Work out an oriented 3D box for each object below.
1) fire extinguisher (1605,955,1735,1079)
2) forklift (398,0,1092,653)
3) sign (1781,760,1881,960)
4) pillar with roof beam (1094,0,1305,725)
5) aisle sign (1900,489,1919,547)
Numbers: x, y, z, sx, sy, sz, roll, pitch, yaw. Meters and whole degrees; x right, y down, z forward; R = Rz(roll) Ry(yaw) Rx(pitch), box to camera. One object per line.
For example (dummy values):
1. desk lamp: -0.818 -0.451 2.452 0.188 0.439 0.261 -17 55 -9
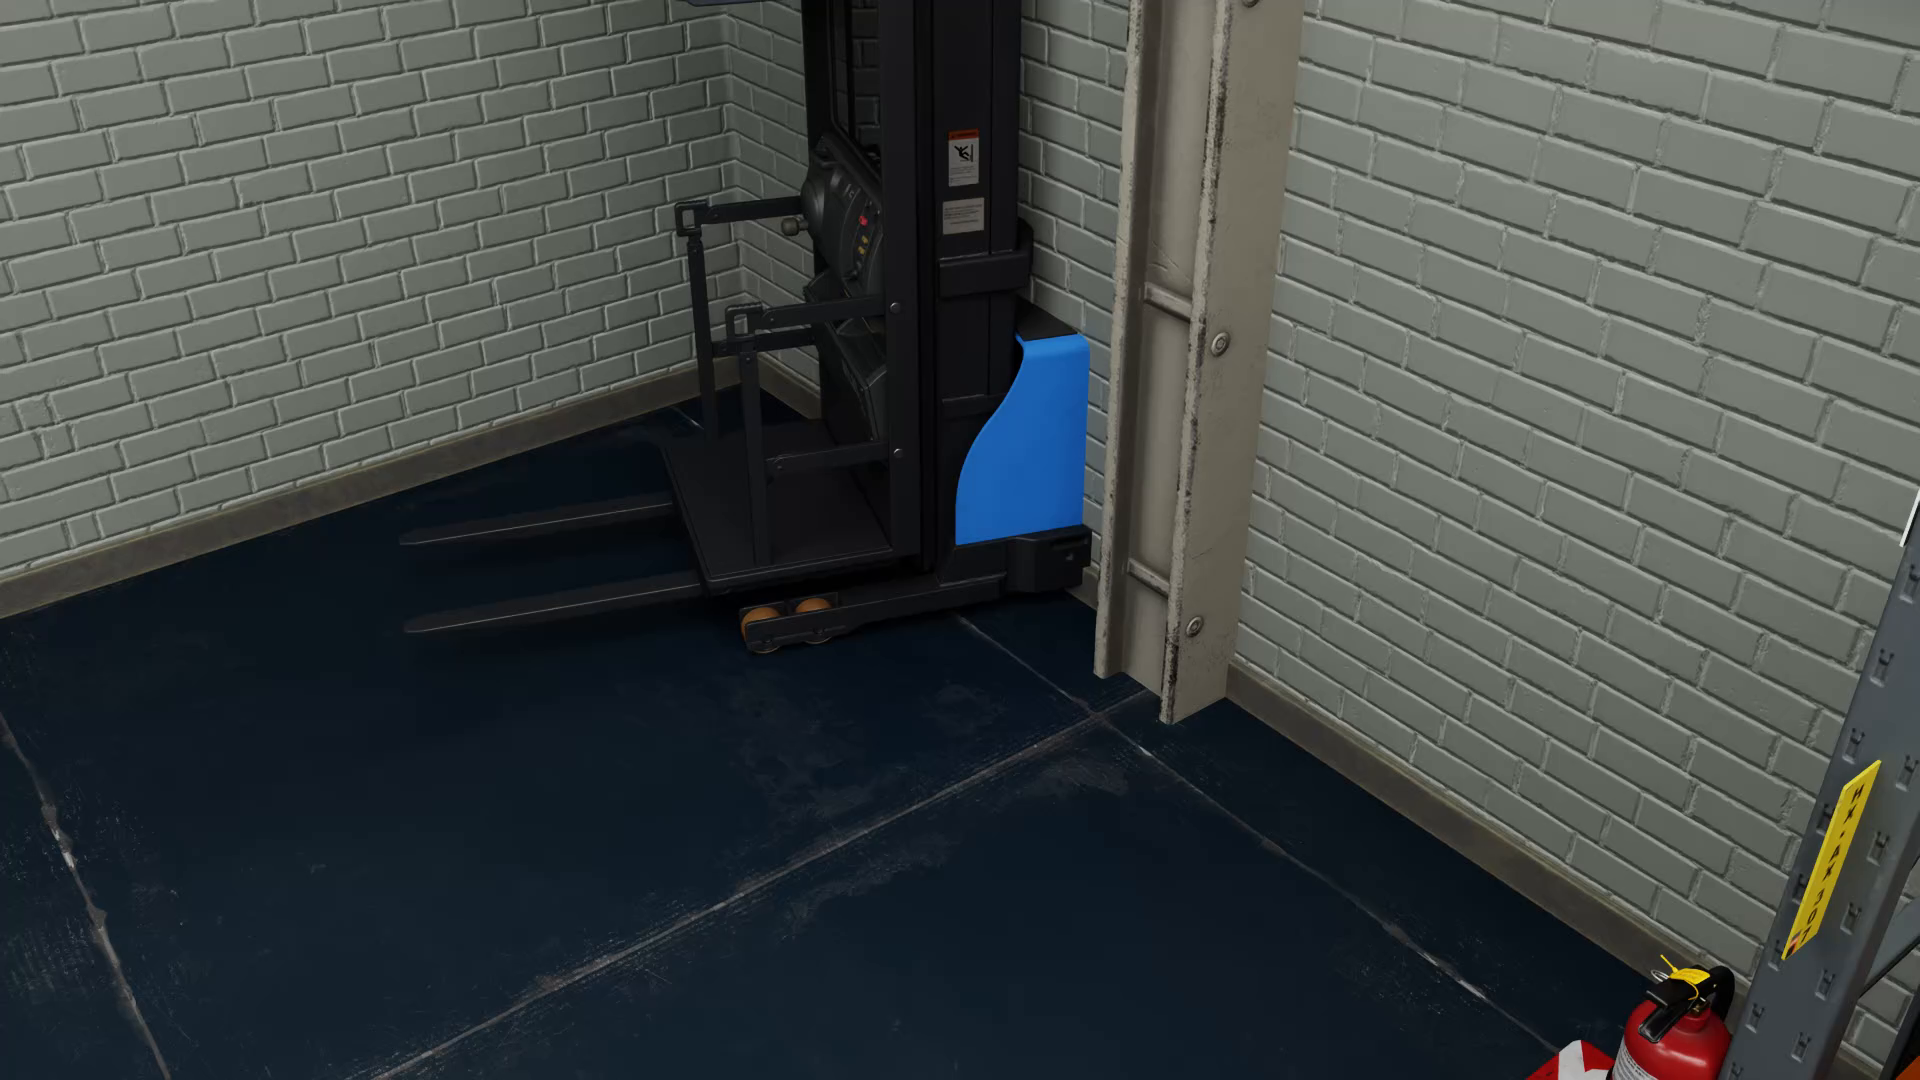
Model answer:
1. fire extinguisher: 1.205 0.927 2.840 0.296 0.674 0.183 -22 38 -31
2. forklift: -0.600 -1.144 5.814 3.031 2.935 1.130 -10 33 -15
3. sign: 1.232 0.456 2.352 0.100 0.325 0.005 -22 38 -31
4. pillar with roof beam: -2.681 -1.923 1.317 9.100 9.000 0.400 -22 38 -31
5. aisle sign: 1.387 -0.390 2.071 0.394 0.787 0.004 -22 38 -31
